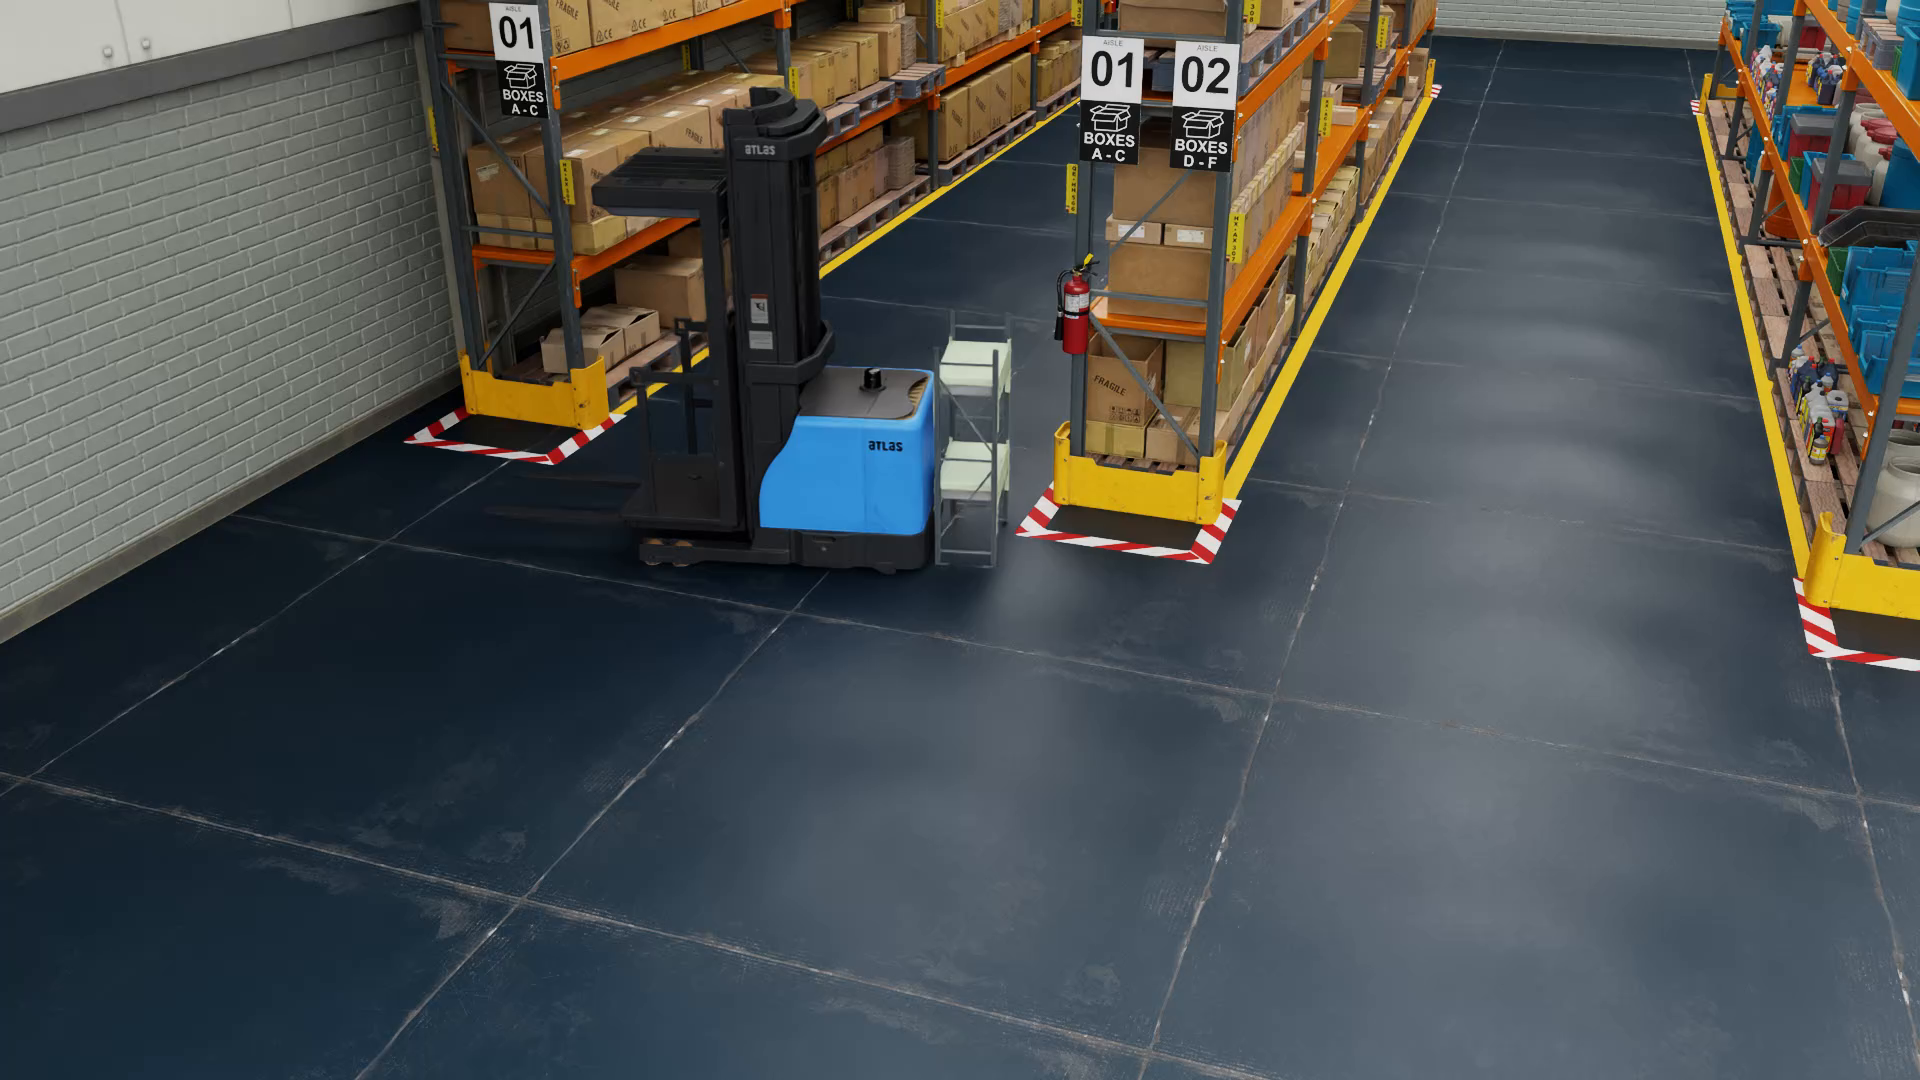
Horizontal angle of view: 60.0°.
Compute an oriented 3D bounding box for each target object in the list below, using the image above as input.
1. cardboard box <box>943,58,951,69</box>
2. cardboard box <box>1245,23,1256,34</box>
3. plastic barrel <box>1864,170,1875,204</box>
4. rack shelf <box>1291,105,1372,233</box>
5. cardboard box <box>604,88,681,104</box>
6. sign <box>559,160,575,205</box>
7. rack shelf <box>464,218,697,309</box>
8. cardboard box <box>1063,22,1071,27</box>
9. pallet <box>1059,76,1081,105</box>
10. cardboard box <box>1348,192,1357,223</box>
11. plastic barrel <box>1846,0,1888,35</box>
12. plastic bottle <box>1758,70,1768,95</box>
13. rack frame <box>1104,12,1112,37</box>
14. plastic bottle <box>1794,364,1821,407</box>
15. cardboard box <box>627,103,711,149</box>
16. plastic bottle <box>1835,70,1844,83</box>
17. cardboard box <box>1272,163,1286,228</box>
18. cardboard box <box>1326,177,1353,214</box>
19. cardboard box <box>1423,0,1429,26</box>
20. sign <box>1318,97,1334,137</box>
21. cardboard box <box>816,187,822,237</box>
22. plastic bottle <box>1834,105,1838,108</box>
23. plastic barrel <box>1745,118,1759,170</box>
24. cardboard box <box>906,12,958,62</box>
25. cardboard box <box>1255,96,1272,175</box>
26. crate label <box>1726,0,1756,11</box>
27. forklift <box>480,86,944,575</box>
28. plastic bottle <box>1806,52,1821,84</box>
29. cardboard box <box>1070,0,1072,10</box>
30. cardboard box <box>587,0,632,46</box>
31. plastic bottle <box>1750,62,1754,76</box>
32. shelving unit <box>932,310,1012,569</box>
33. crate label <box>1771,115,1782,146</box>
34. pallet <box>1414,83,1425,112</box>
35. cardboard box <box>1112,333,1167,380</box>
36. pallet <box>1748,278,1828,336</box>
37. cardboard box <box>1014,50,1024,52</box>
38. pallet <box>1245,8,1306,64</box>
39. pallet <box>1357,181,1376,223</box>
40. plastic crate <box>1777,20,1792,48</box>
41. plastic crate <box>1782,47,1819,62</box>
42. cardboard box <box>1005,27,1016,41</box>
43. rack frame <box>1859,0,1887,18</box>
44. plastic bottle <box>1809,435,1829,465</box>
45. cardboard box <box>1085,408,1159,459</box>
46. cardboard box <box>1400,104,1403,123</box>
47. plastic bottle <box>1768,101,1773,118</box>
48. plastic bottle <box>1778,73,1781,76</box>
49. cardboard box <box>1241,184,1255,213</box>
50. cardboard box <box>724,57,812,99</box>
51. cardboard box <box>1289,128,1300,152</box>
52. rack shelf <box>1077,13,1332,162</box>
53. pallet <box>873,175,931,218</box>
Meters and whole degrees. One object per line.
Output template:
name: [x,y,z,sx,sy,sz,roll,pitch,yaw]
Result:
cardboard box: [-0.330,-5.716,19.879,0.380,0.149,0.250,9,27,18]
cardboard box: [1.818,-3.559,11.362,0.380,0.149,0.250,9,27,17]
plastic barrel: [7.846,-2.995,14.153,0.301,0.262,0.301,0,26,0]
rack shelf: [3.257,-3.754,16.386,1.077,0.370,4.000,9,27,17]
cardboard box: [-2.781,-3.673,14.682,0.500,0.500,0.500,10,27,19]
sign: [-2.901,-2.640,12.267,0.100,0.325,0.005,9,27,17]
rack shelf: [-2.747,-2.827,14.472,1.077,0.370,4.000,9,27,17]
cardboard box: [1.626,-8.038,26.052,0.380,0.149,0.250,9,27,18]
pallet: [1.312,-6.809,25.071,1.003,0.211,1.213,9,27,17]
cardboard box: [3.977,-3.599,17.915,0.500,0.250,0.500,9,27,19]
plastic barrel: [7.226,-4.352,12.779,0.600,0.901,0.708,9,27,17]
plastic bottle: [8.928,-5.071,18.429,0.097,0.271,0.097,0,26,0]
rack frame: [1.912,-8.904,26.198,1.000,3.000,0.127,9,27,17]
plastic bottle: [6.538,-1.193,12.806,0.144,0.351,0.185,8,27,15]
cardboard box: [-2.458,-3.387,14.093,0.500,0.500,0.500,10,27,19]
plastic bottle: [9.560,-4.923,18.033,0.144,0.351,0.185,9,27,17]
cardboard box: [2.280,-2.900,13.682,0.700,0.500,0.500,8,27,17]
cardboard box: [3.814,-3.638,17.351,0.500,0.311,0.500,8,27,17]
cardboard box: [6.184,-7.384,22.943,0.500,0.500,0.500,8,27,17]
sign: [3.115,-3.601,14.161,0.100,0.325,0.005,9,27,17]
cardboard box: [-1.852,-3.350,17.091,0.700,0.500,0.500,10,27,19]
plastic bottle: [8.898,-4.277,16.784,0.152,0.276,0.135,9,27,17]
plastic barrel: [9.726,-4.847,19.745,0.600,0.901,0.708,9,27,17]
cardboard box: [-0.347,-5.967,19.652,0.500,0.500,0.500,10,27,19]
cardboard box: [1.949,-3.083,12.571,0.700,0.500,0.500,9,27,17]
crate label: [10.862,-7.365,23.143,0.416,0.233,0.303,9,27,17]
forklift: [-1.670,-1.368,10.711,3.031,2.935,1.130,3,26,7]
plastic bottle: [9.790,-5.397,19.011,0.144,0.351,0.185,9,27,17]
cardboard box: [1.258,-8.215,24.431,0.980,0.700,0.700,7,27,15]
cardboard box: [-2.853,-4.050,12.592,0.500,0.500,0.500,11,28,21]
plastic bottle: [9.333,-5.540,19.479,0.097,0.201,0.097,0,26,0]
shelving unit: [0.085,-0.662,10.895,0.431,1.500,0.755,3,26,7]
crate label: [8.099,-3.986,16.232,0.303,0.233,0.416,9,27,17]
pallet: [6.295,-6.573,24.584,1.003,0.211,1.213,9,27,17]
cardboard box: [1.477,-1.578,12.879,0.500,0.500,0.500,9,27,17]
pallet: [7.890,-2.112,15.370,1.003,0.211,1.213,9,27,17]
cardboard box: [0.691,-6.878,23.655,0.380,0.149,0.250,9,27,17]
pallet: [1.924,-3.712,12.134,1.003,0.211,1.213,9,27,17]
pallet: [4.207,-3.946,19.157,1.003,0.211,1.213,9,27,17]
plastic crate: [10.605,-6.398,21.089,0.437,0.282,0.530,9,27,17]
plastic crate: [10.213,-5.902,20.232,0.396,0.136,0.243,9,27,17]
cardboard box: [0.513,-6.652,21.812,0.380,0.149,0.250,9,27,17]
rack frame: [7.261,-5.236,11.738,1.000,3.000,0.127,9,27,17]
plastic bottle: [6.128,-0.649,11.854,0.097,0.201,0.097,0,26,0]
cardboard box: [1.160,-0.827,12.189,0.500,0.250,0.500,9,27,17]
cardboard box: [5.597,-5.672,22.104,0.500,0.311,0.500,9,27,17]
plastic bottle: [8.489,-4.498,17.326,0.097,0.201,0.097,0,26,0]
plastic bottle: [9.149,-5.113,18.596,0.097,0.201,0.097,0,26,0]
cardboard box: [1.936,-2.503,12.119,0.380,0.149,0.250,8,27,16]
cardboard box: [-1.880,-4.420,16.317,0.700,0.500,0.500,9,27,18]
cardboard box: [2.619,-3.349,13.865,0.380,0.149,0.250,8,27,16]
rack shelf: [1.926,-3.460,12.338,1.077,0.370,4.000,9,27,17]
pallet: [-1.012,-4.040,19.353,1.003,0.211,1.213,9,27,17]
